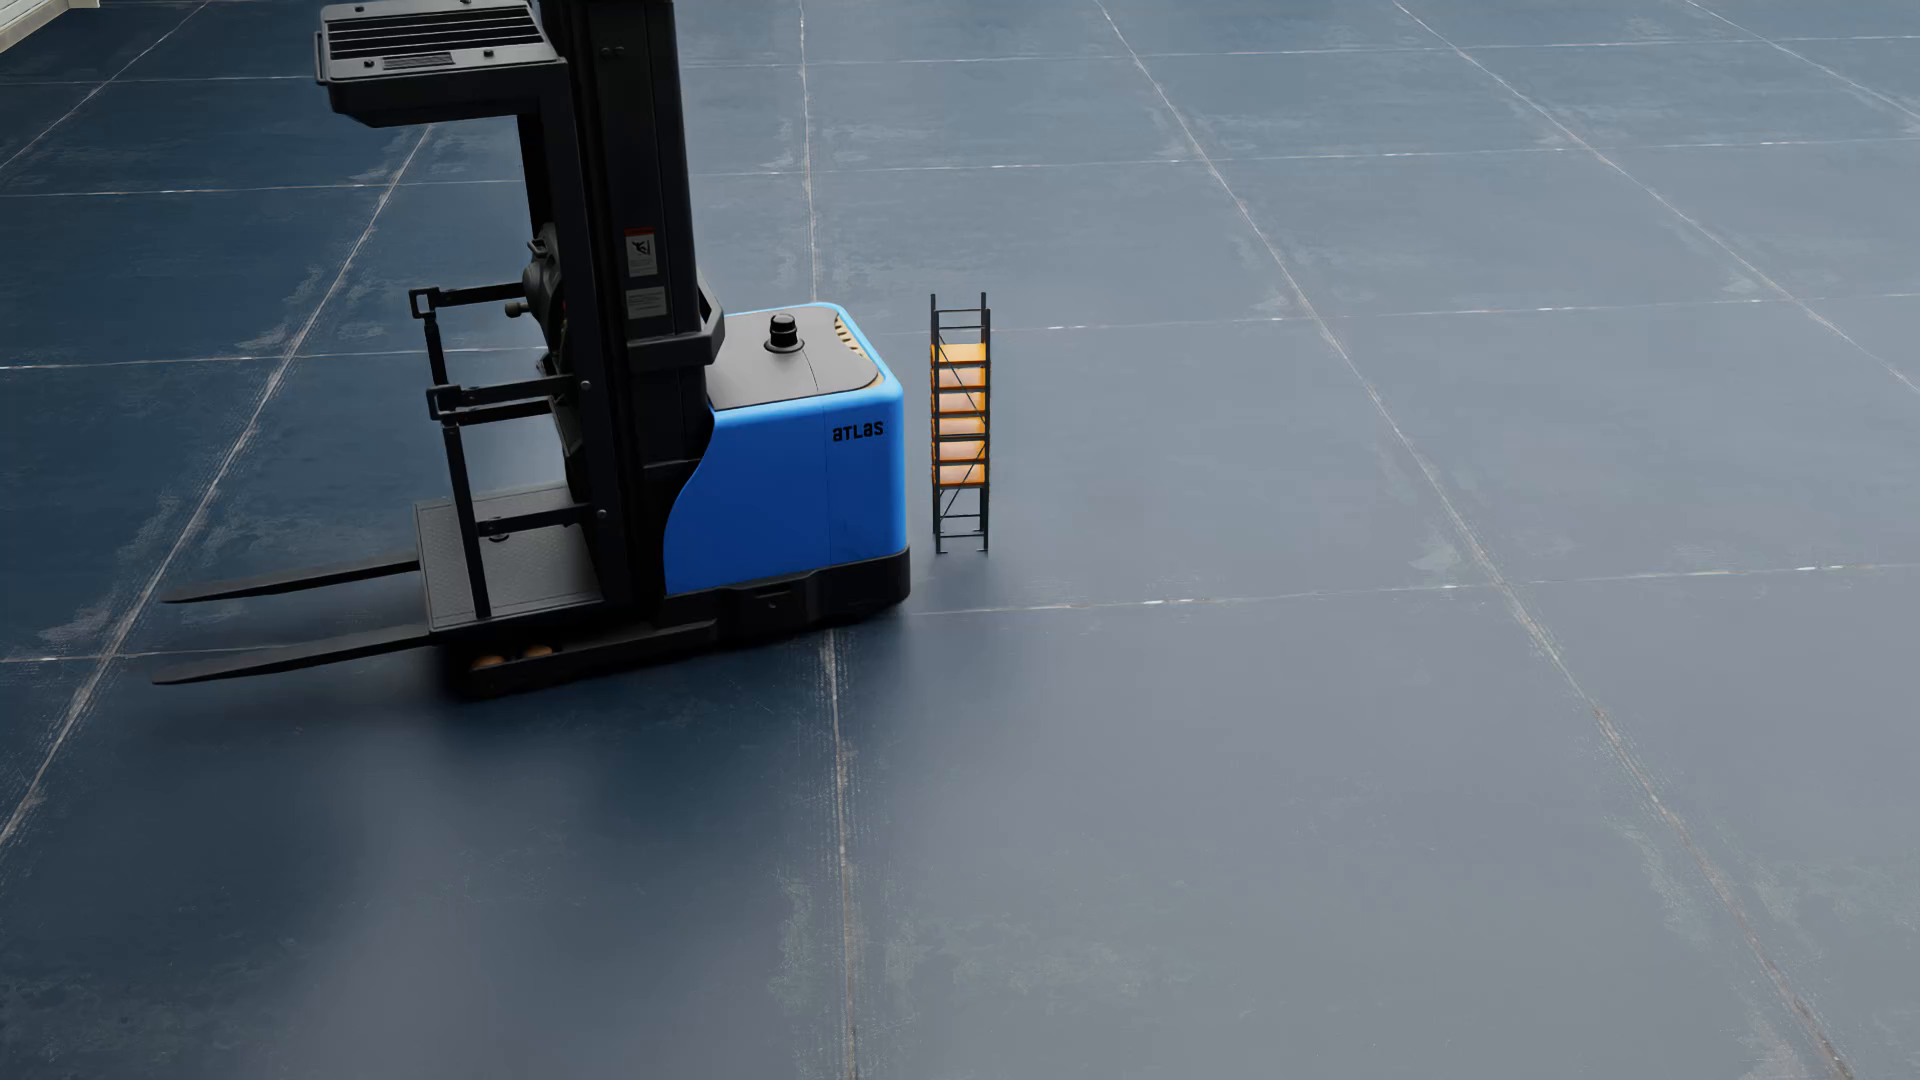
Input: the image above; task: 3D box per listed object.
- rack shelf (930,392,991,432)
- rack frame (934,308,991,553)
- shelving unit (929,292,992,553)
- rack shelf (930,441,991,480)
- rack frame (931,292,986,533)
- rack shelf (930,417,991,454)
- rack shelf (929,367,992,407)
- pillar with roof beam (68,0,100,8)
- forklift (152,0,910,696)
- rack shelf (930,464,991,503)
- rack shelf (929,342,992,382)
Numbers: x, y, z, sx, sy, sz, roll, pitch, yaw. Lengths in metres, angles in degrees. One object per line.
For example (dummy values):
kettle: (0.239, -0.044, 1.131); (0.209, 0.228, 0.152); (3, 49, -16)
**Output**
rack shelf: (0.001, -0.573, 7.391); (0.258, 0.103, 0.180); (-3, 31, -5)
rack frame: (0.010, -0.461, 7.352); (0.240, 1.200, 0.006); (-3, 31, -5)
shelving unit: (0.001, -0.508, 7.430); (0.258, 1.200, 0.189); (-3, 31, -5)
rack shelf: (0.001, -0.367, 7.514); (0.258, 0.103, 0.180); (-3, 31, -5)
rack frame: (-0.007, -0.554, 7.508); (0.240, 1.200, 0.006); (-3, 31, -5)
rack shelf: (0.001, -0.470, 7.453); (0.258, 0.103, 0.180); (-3, 31, -5)
rack shelf: (0.001, -0.676, 7.330); (0.258, 0.103, 0.180); (-3, 31, -5)
pillar with roof beam: (-4.545, -9.512, 14.900); (9.100, 9.000, 0.400); (-3, 31, -5)
forklift: (-1.789, -0.935, 6.457); (3.031, 2.935, 1.130); (-10, 32, -17)
rack shelf: (0.001, -0.264, 7.576); (0.258, 0.103, 0.180); (-3, 31, -5)
rack shelf: (0.001, -0.779, 7.268); (0.258, 0.103, 0.180); (-3, 31, -5)
